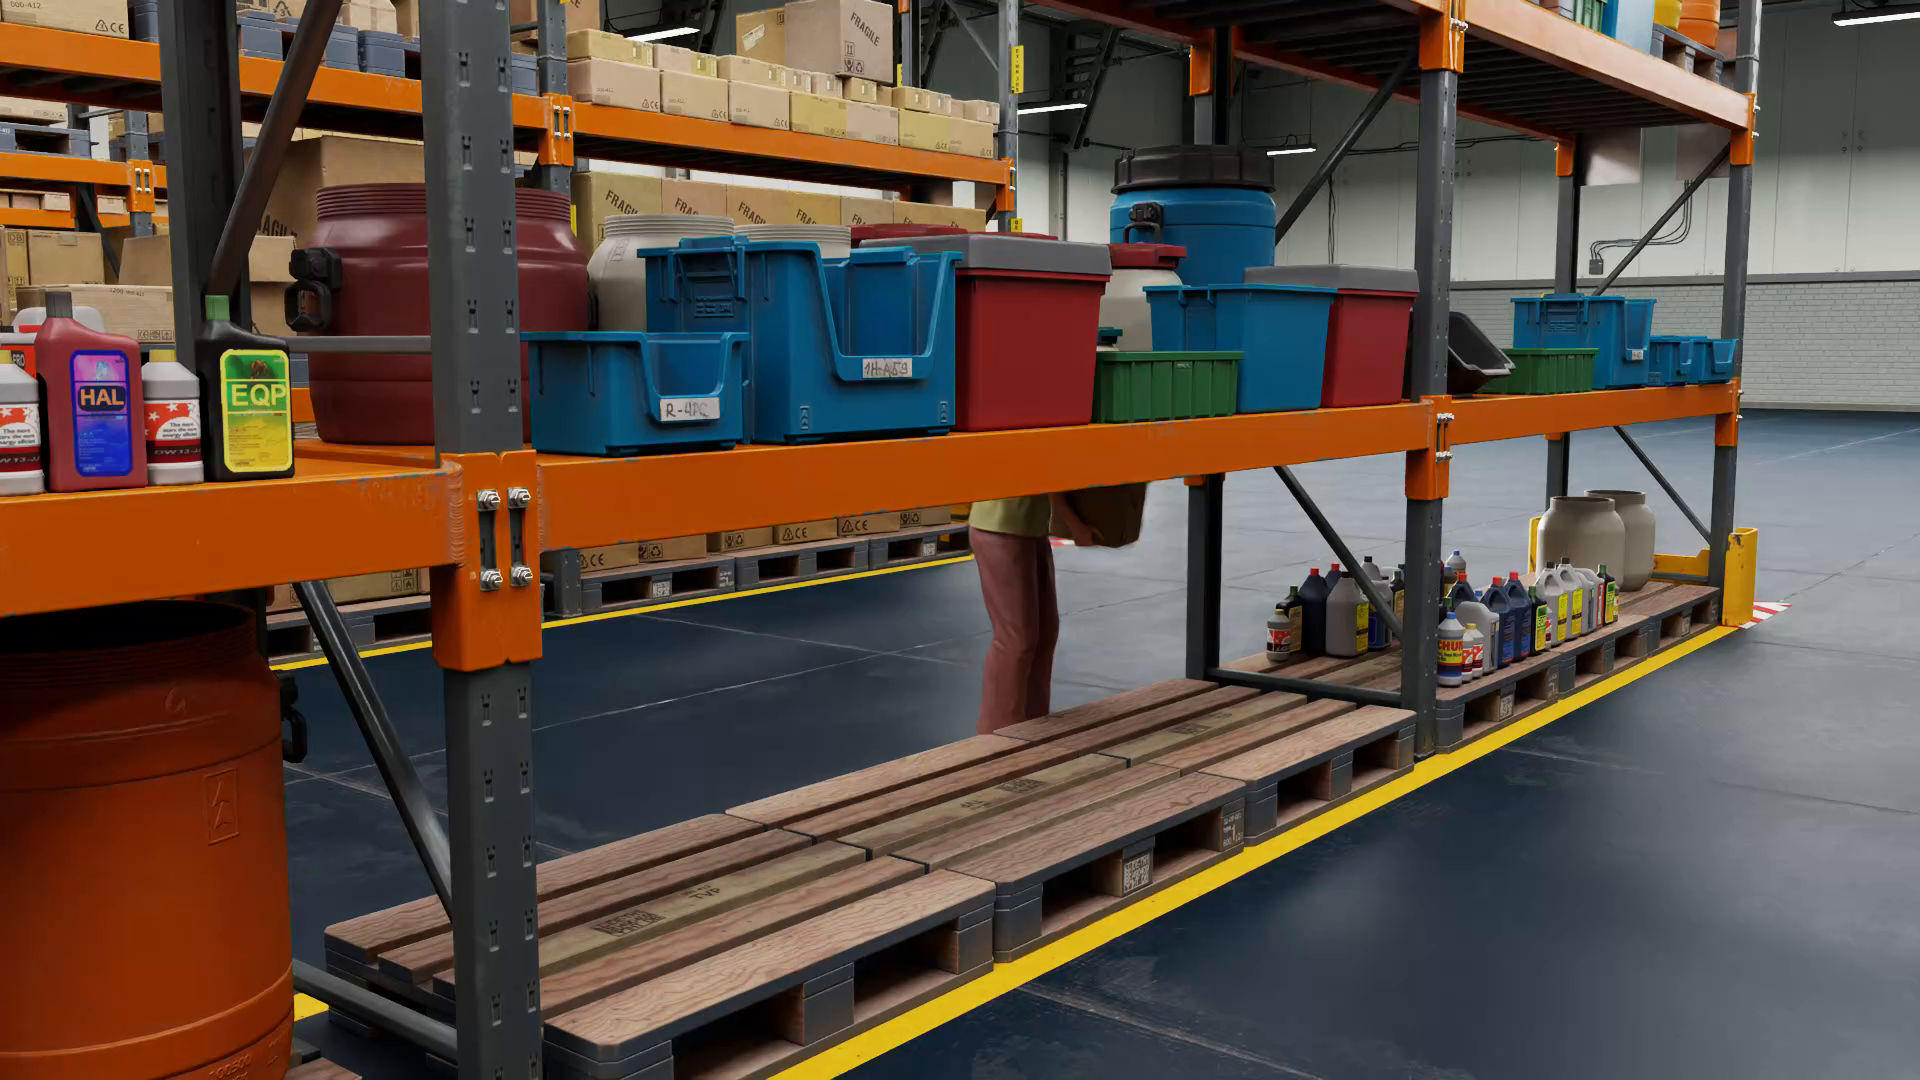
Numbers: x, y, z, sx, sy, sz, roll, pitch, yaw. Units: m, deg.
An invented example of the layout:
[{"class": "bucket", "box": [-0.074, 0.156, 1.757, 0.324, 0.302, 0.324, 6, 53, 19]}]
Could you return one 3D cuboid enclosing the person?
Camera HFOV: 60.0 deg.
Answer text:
[{"class": "person", "box": [0.306, -0.004, 5.839, 0.530, 1.666, 0.409, 3, 7, 22]}]
